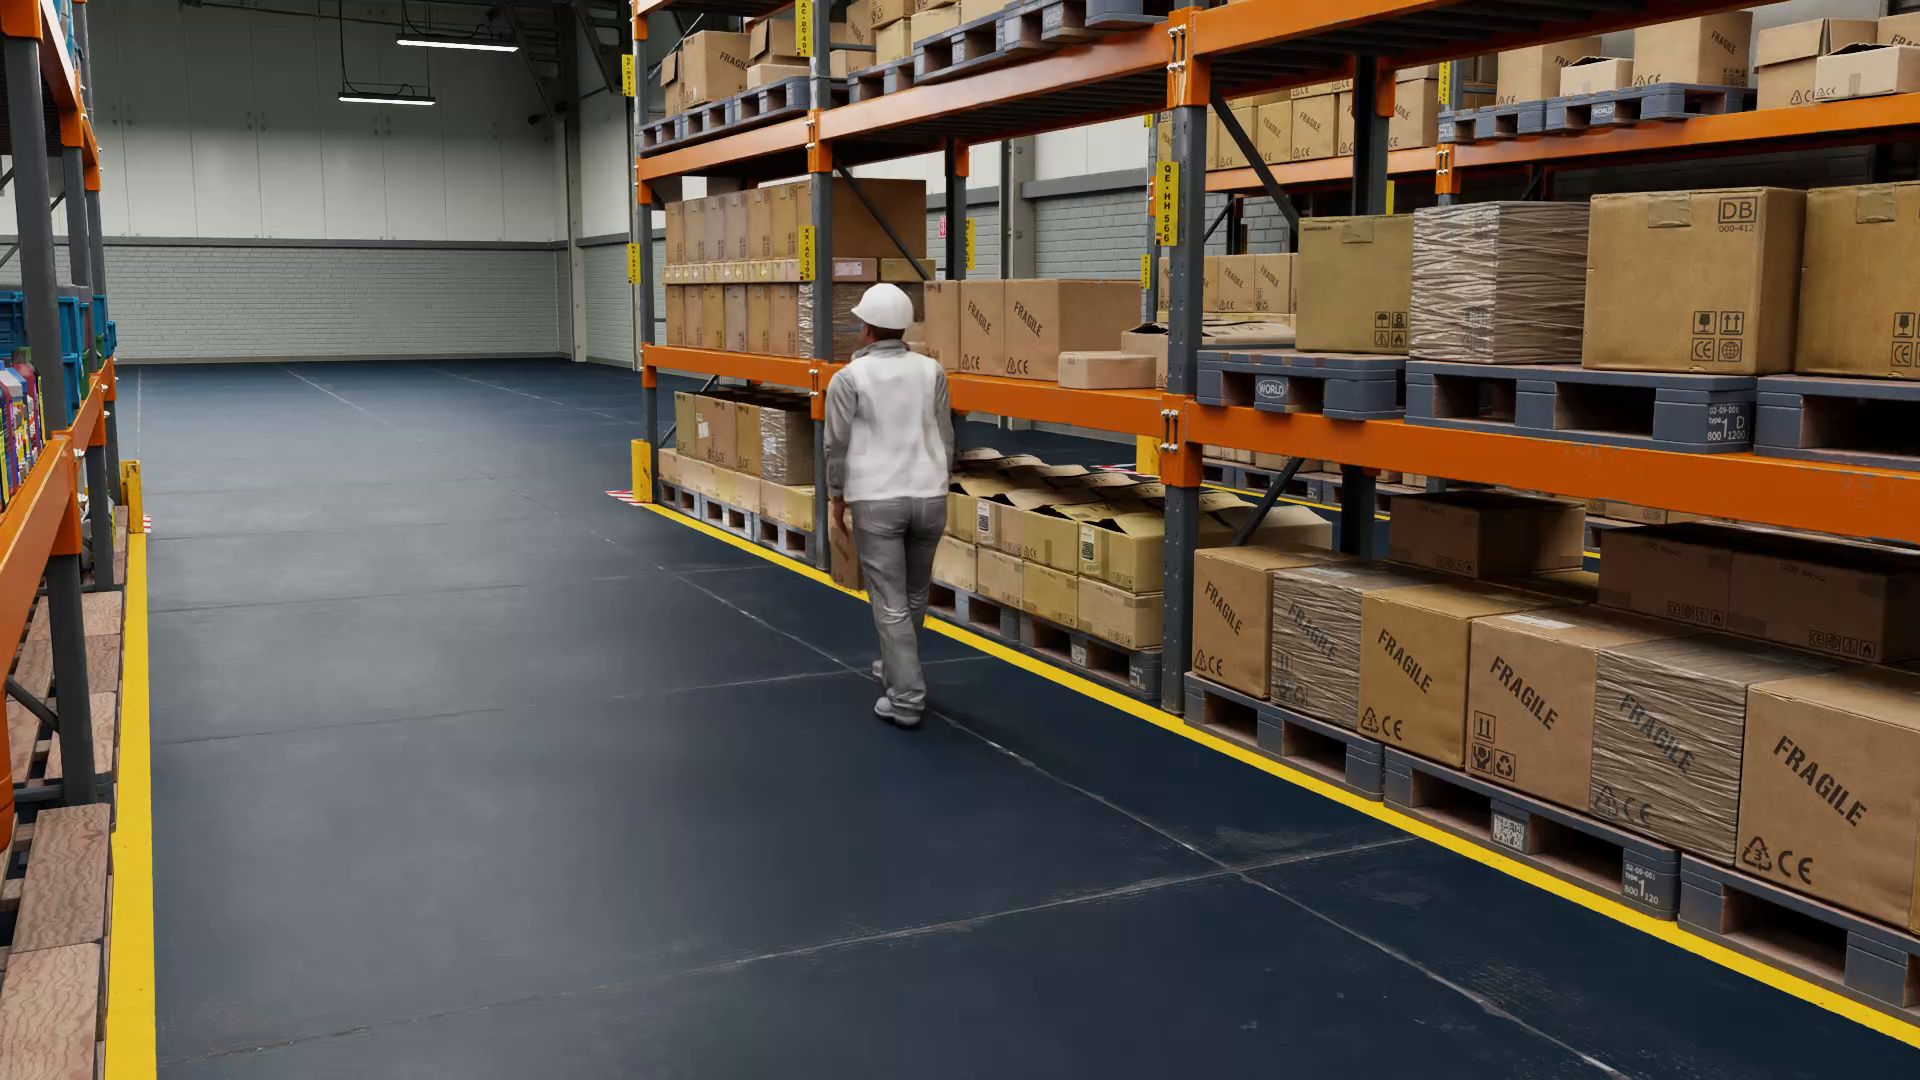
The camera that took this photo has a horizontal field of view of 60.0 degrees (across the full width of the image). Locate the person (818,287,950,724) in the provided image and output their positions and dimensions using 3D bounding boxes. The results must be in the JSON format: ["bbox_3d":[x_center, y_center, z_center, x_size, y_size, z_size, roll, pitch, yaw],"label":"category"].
[{"bbox_3d":[-0.353,-0.178,6.927,0.548,1.733,0.945,-4,9,-26],"label":"person"}]
